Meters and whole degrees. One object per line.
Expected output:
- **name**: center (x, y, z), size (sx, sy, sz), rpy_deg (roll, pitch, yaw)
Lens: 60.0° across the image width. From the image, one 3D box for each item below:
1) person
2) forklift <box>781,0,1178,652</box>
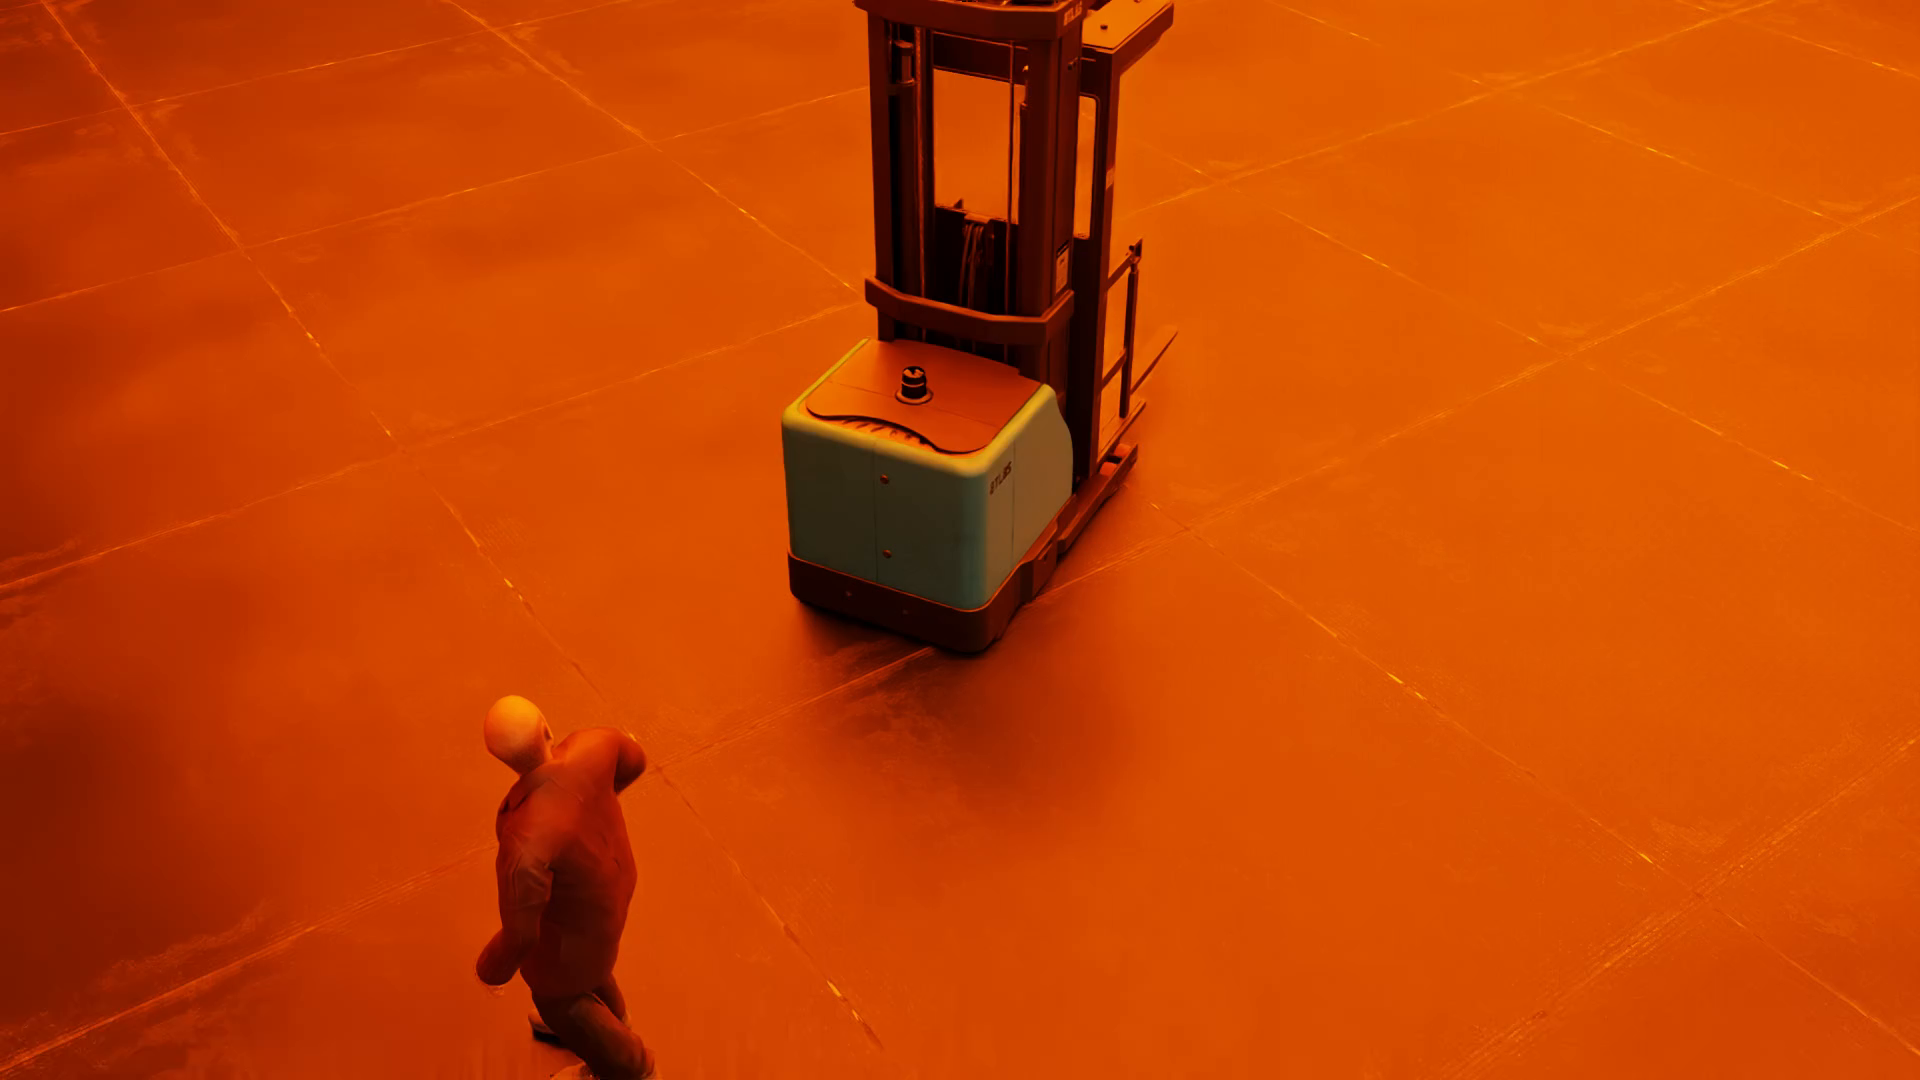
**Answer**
- **person**: center (-1.319, 1.170, 5.368), size (0.551, 1.750, 0.788), rpy_deg (6, 37, 8)
- **forklift**: center (0.296, -1.530, 8.013), size (1.130, 2.935, 3.031), rpy_deg (17, 40, 21)
